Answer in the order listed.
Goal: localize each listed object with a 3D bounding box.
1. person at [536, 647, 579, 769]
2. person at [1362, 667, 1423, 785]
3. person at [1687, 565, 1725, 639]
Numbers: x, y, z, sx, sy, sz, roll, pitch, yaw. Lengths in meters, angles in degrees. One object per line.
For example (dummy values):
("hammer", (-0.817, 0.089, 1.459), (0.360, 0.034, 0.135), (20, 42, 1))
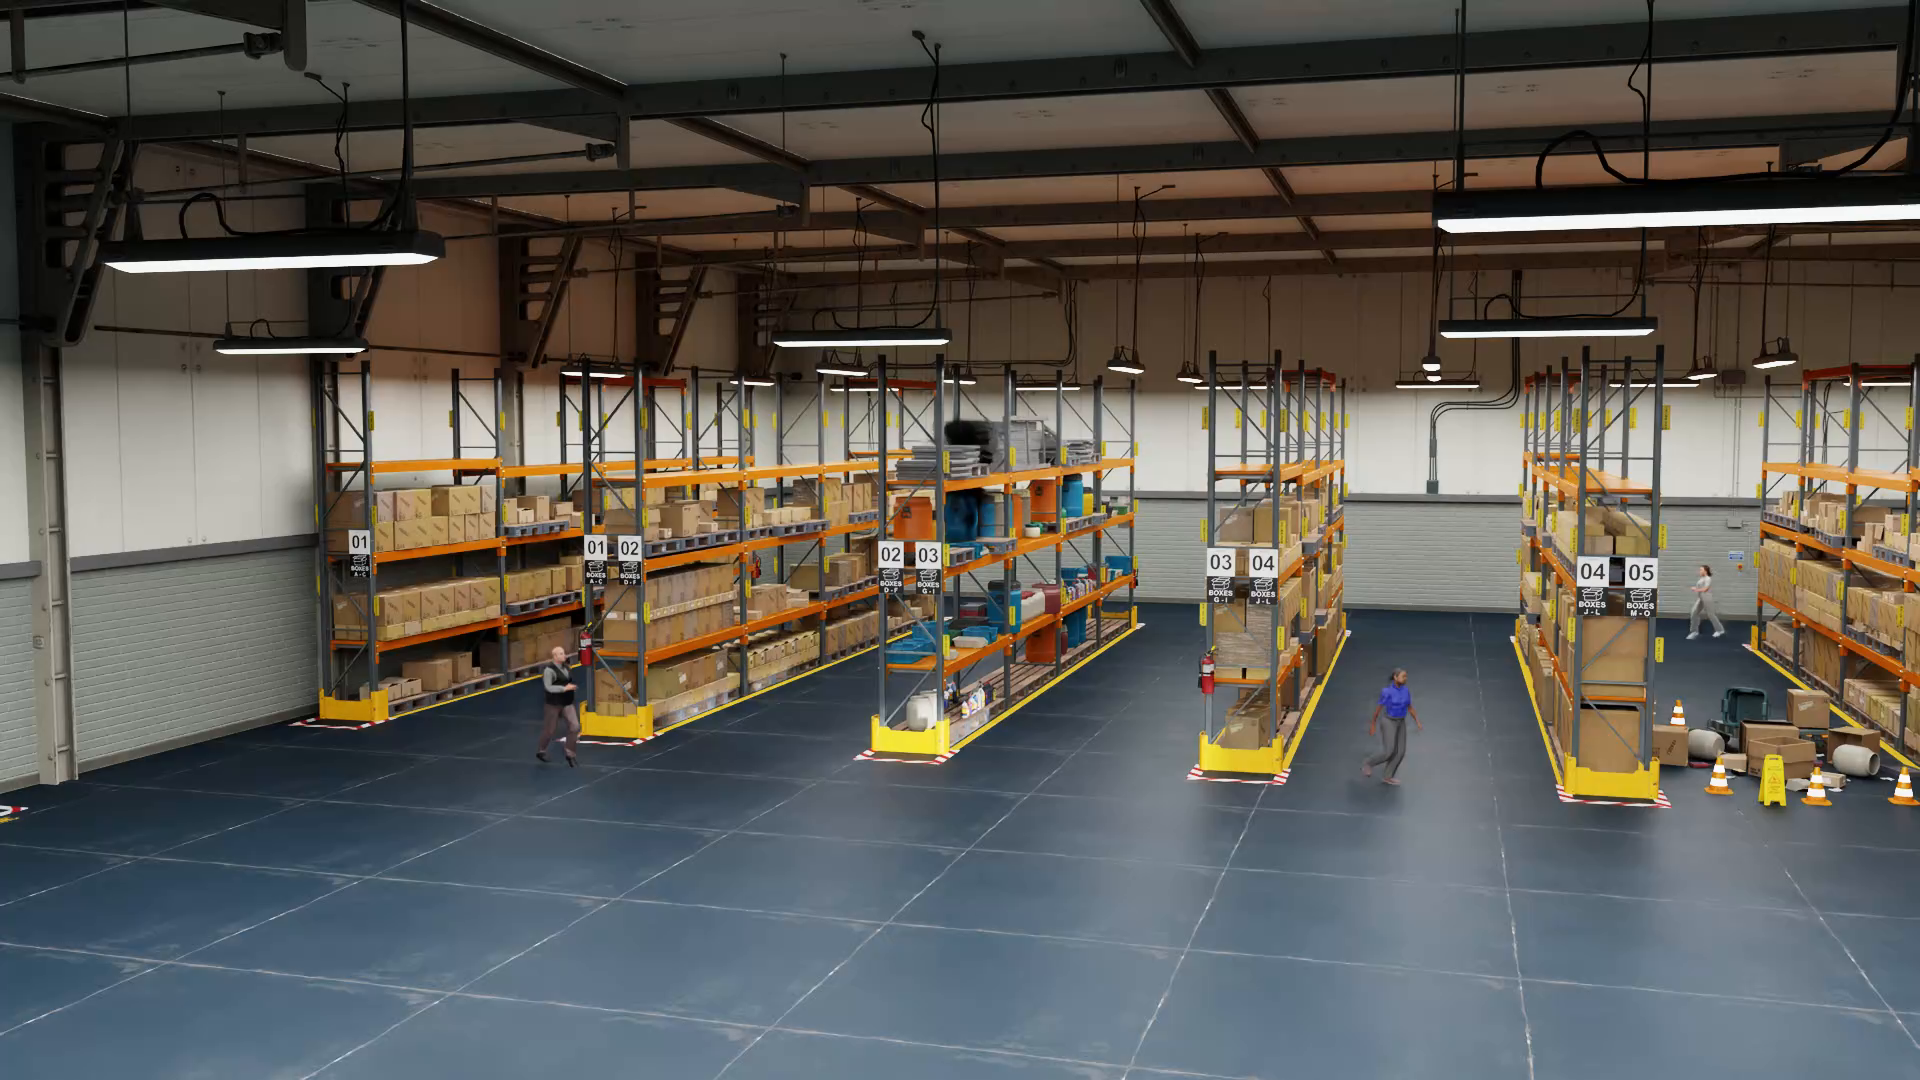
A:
("person", (-5.804, 2.427, 24.027), (0.851, 1.782, 0.603), (3, 5, 37))
("person", (5.937, 2.560, 22.901), (0.625, 1.626, 0.671), (-3, 5, -34))
("person", (17.156, 1.429, 38.214), (0.855, 1.717, 0.542), (0, 4, 1))
